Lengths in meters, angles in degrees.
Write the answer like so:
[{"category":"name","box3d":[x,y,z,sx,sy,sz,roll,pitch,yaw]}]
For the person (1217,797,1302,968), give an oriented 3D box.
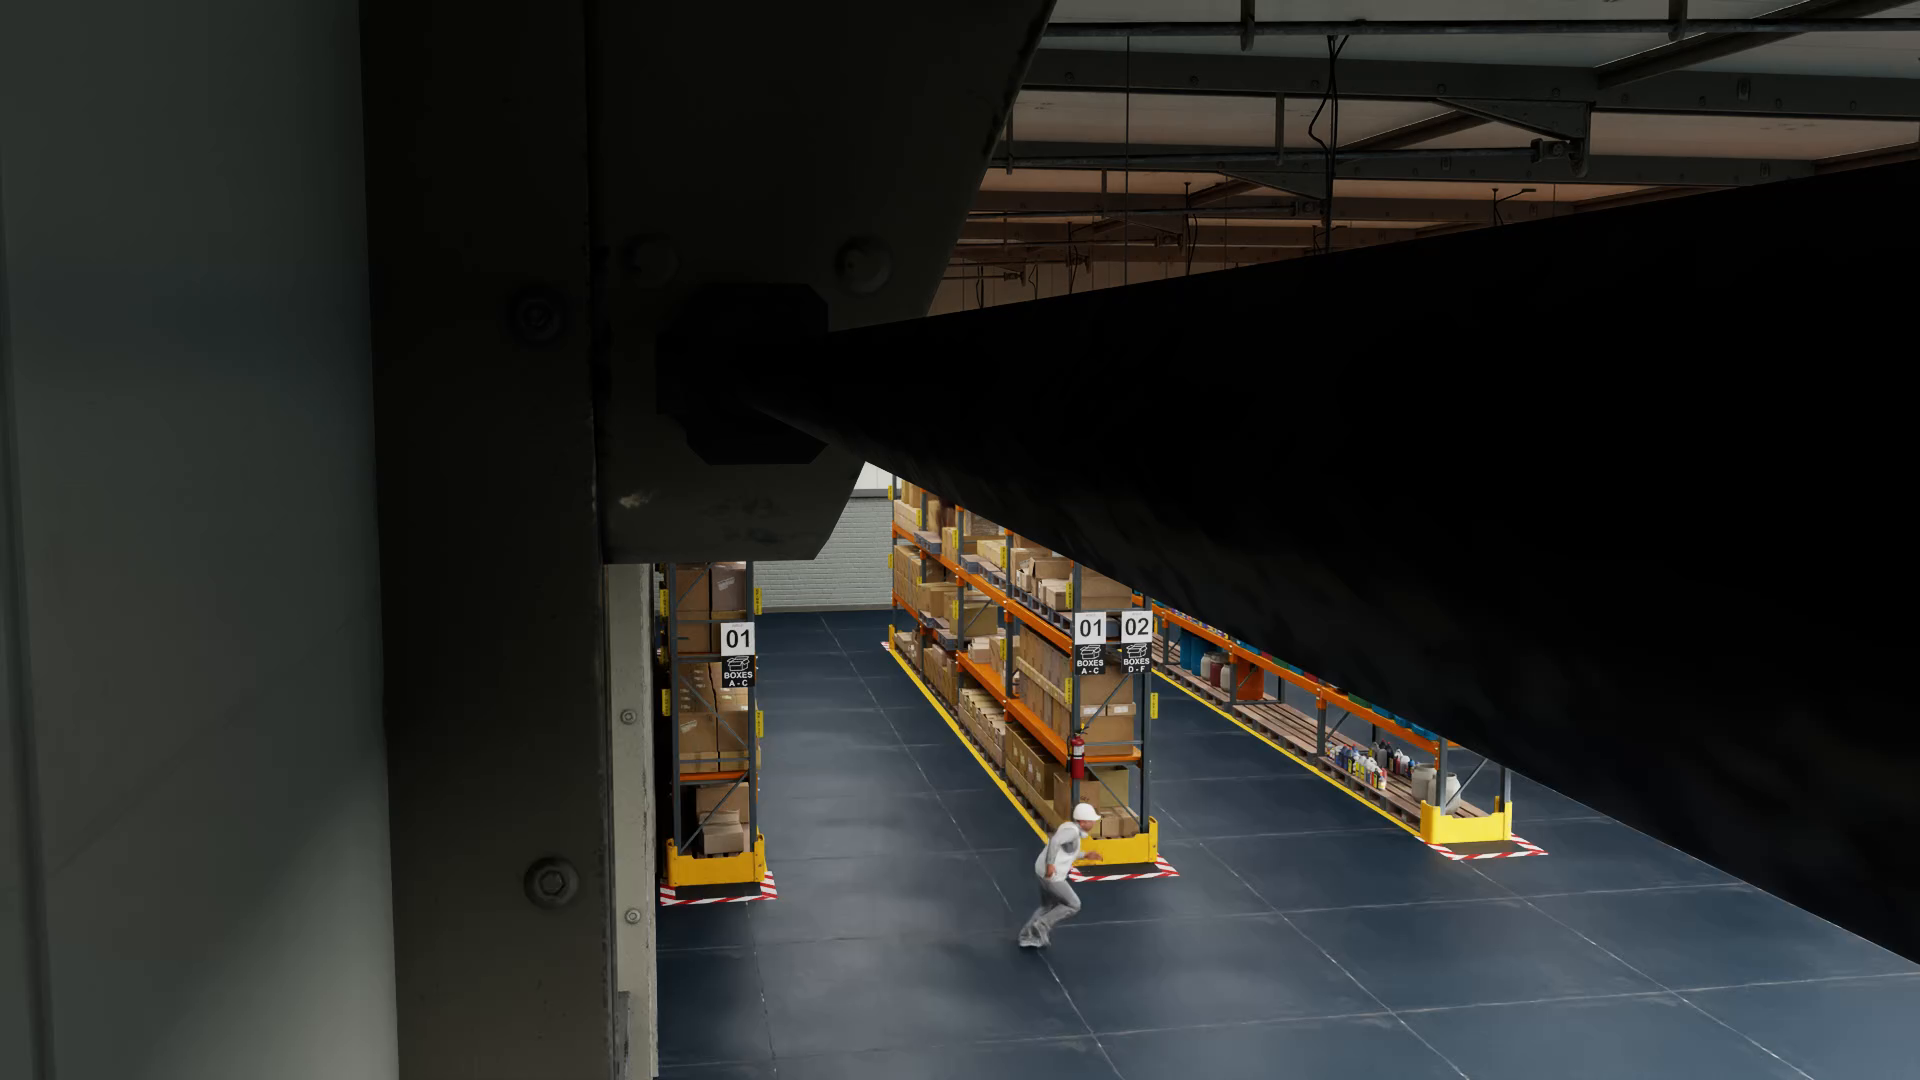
[{"category":"person","box3d":[3.141,3.580,17.430,0.857,1.819,0.679,2,6,14]}]
